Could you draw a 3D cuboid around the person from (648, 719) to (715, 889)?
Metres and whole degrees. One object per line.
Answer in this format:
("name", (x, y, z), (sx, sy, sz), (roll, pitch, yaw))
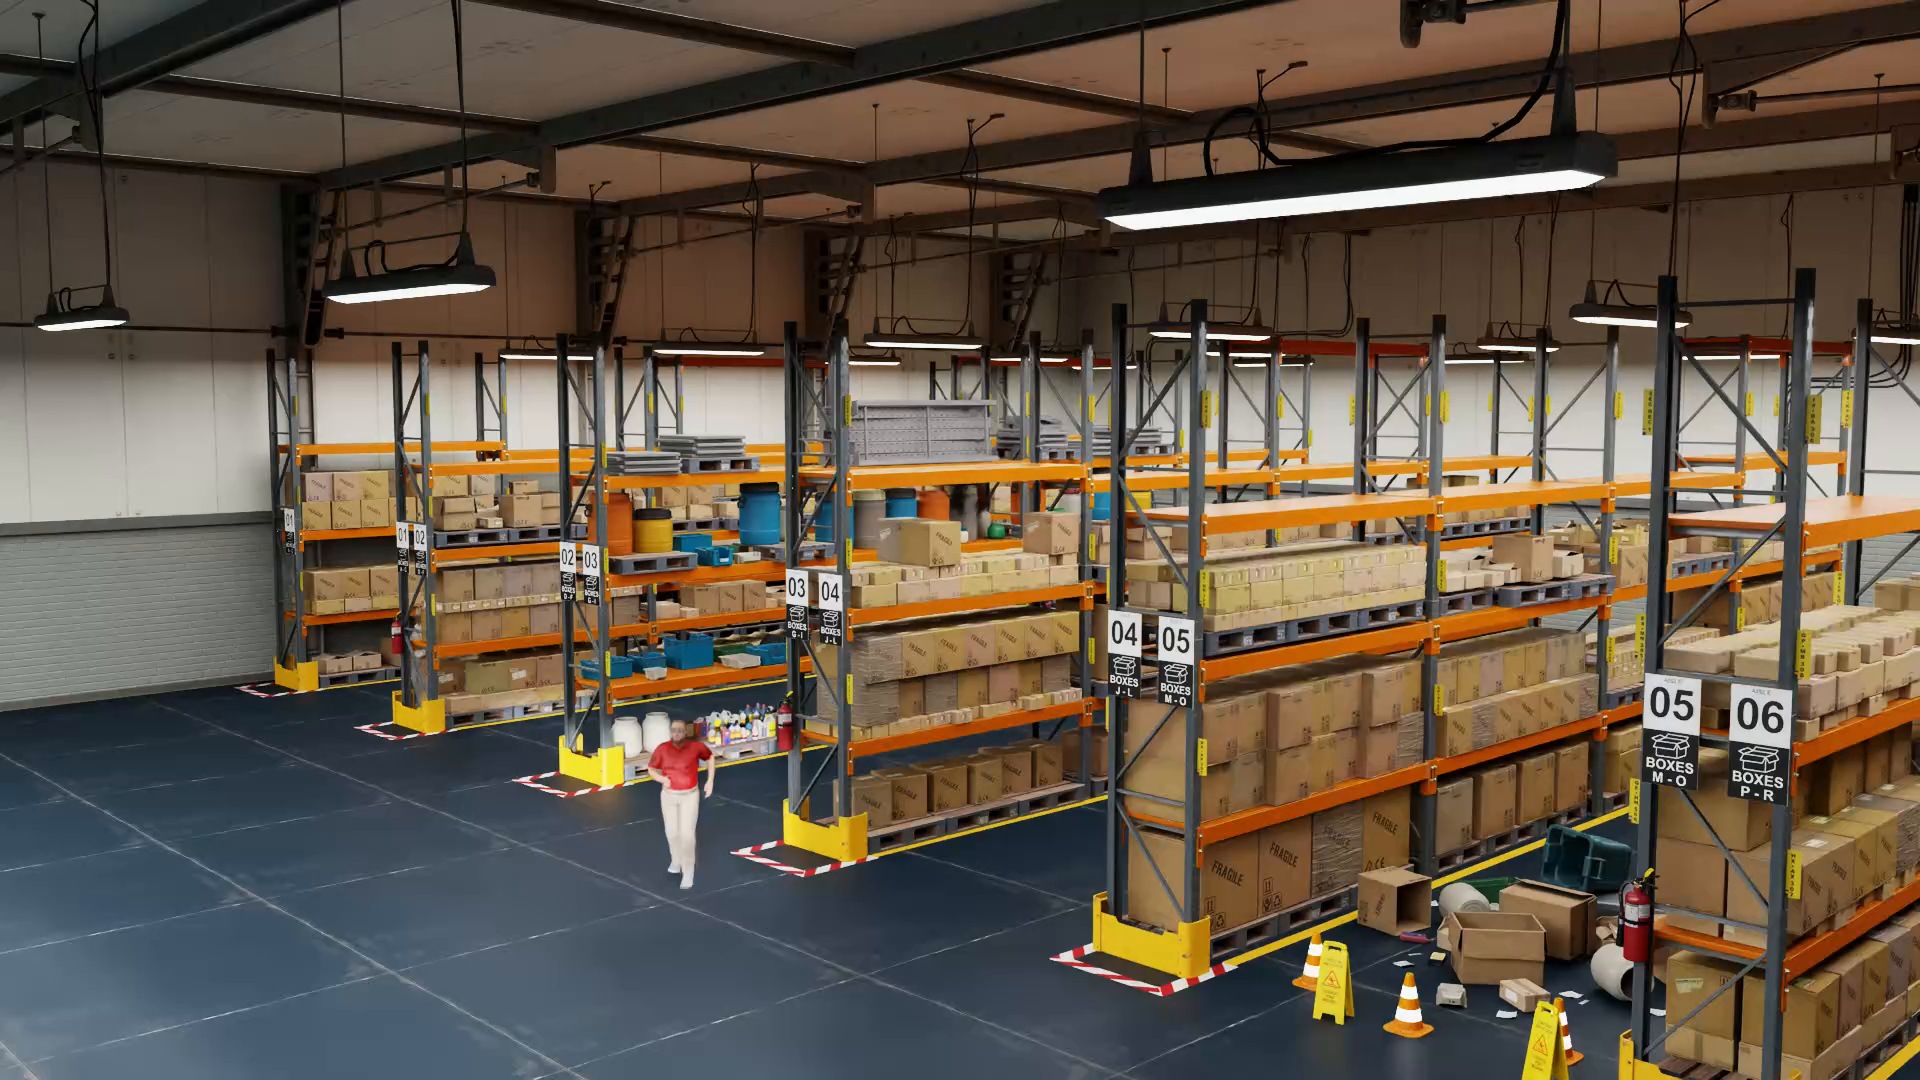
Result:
("person", (-2.966, 2.798, 17.688), (0.679, 1.818, 0.780), (0, 5, 0))

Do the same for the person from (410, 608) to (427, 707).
("person", (-8.909, 1.951, 27.749), (0.579, 1.665, 0.645), (3, 6, 35))
